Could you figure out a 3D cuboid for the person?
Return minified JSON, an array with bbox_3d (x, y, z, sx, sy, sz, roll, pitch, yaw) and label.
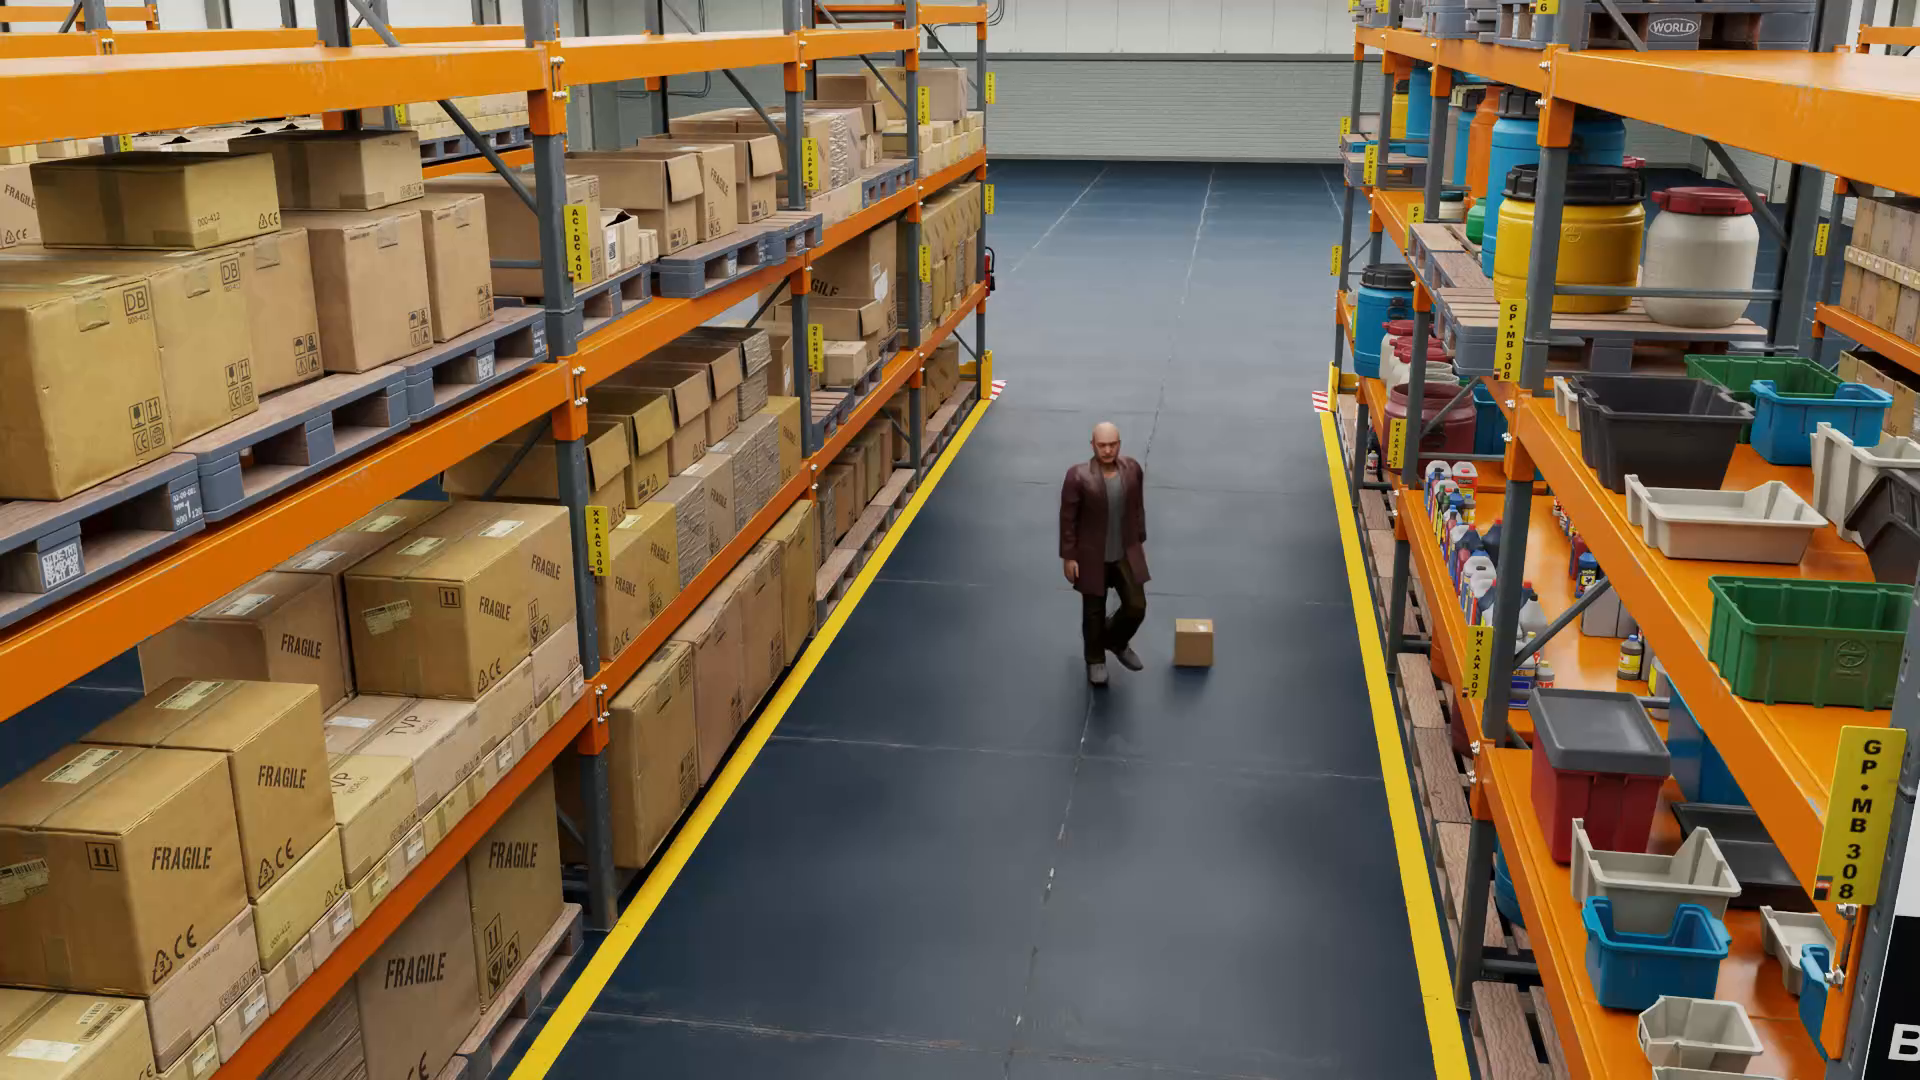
[{"bbox_3d":[0.937,0.086,10.747,0.621,1.768,0.512,-4,18,-12],"label":"person"}]
